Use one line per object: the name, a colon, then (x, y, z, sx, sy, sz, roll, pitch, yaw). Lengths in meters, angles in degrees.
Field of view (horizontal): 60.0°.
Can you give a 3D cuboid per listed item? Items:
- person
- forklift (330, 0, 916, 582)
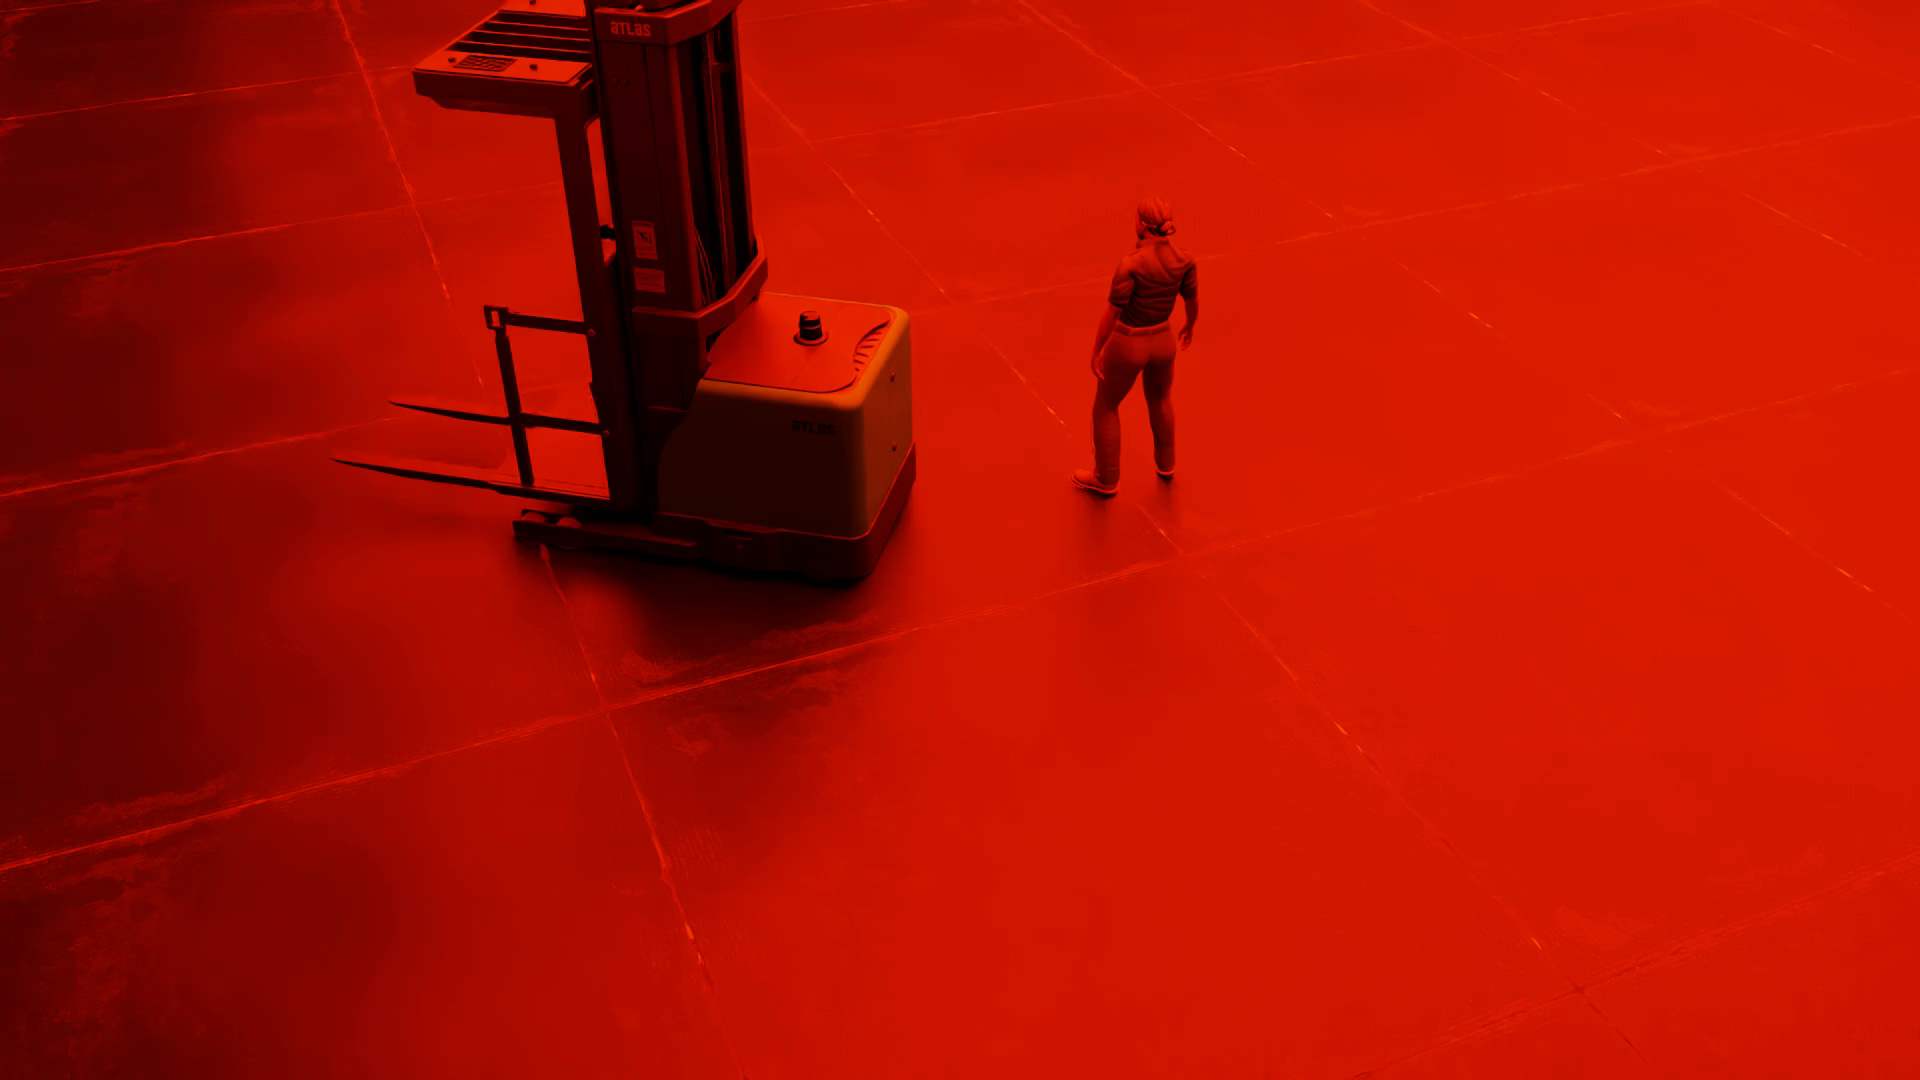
person: (0.949, -1.019, 8.647, 0.650, 1.661, 0.362, -14, 38, -18)
forklift: (-1.813, -1.433, 8.113, 3.031, 2.935, 1.130, 8, 36, 11)
